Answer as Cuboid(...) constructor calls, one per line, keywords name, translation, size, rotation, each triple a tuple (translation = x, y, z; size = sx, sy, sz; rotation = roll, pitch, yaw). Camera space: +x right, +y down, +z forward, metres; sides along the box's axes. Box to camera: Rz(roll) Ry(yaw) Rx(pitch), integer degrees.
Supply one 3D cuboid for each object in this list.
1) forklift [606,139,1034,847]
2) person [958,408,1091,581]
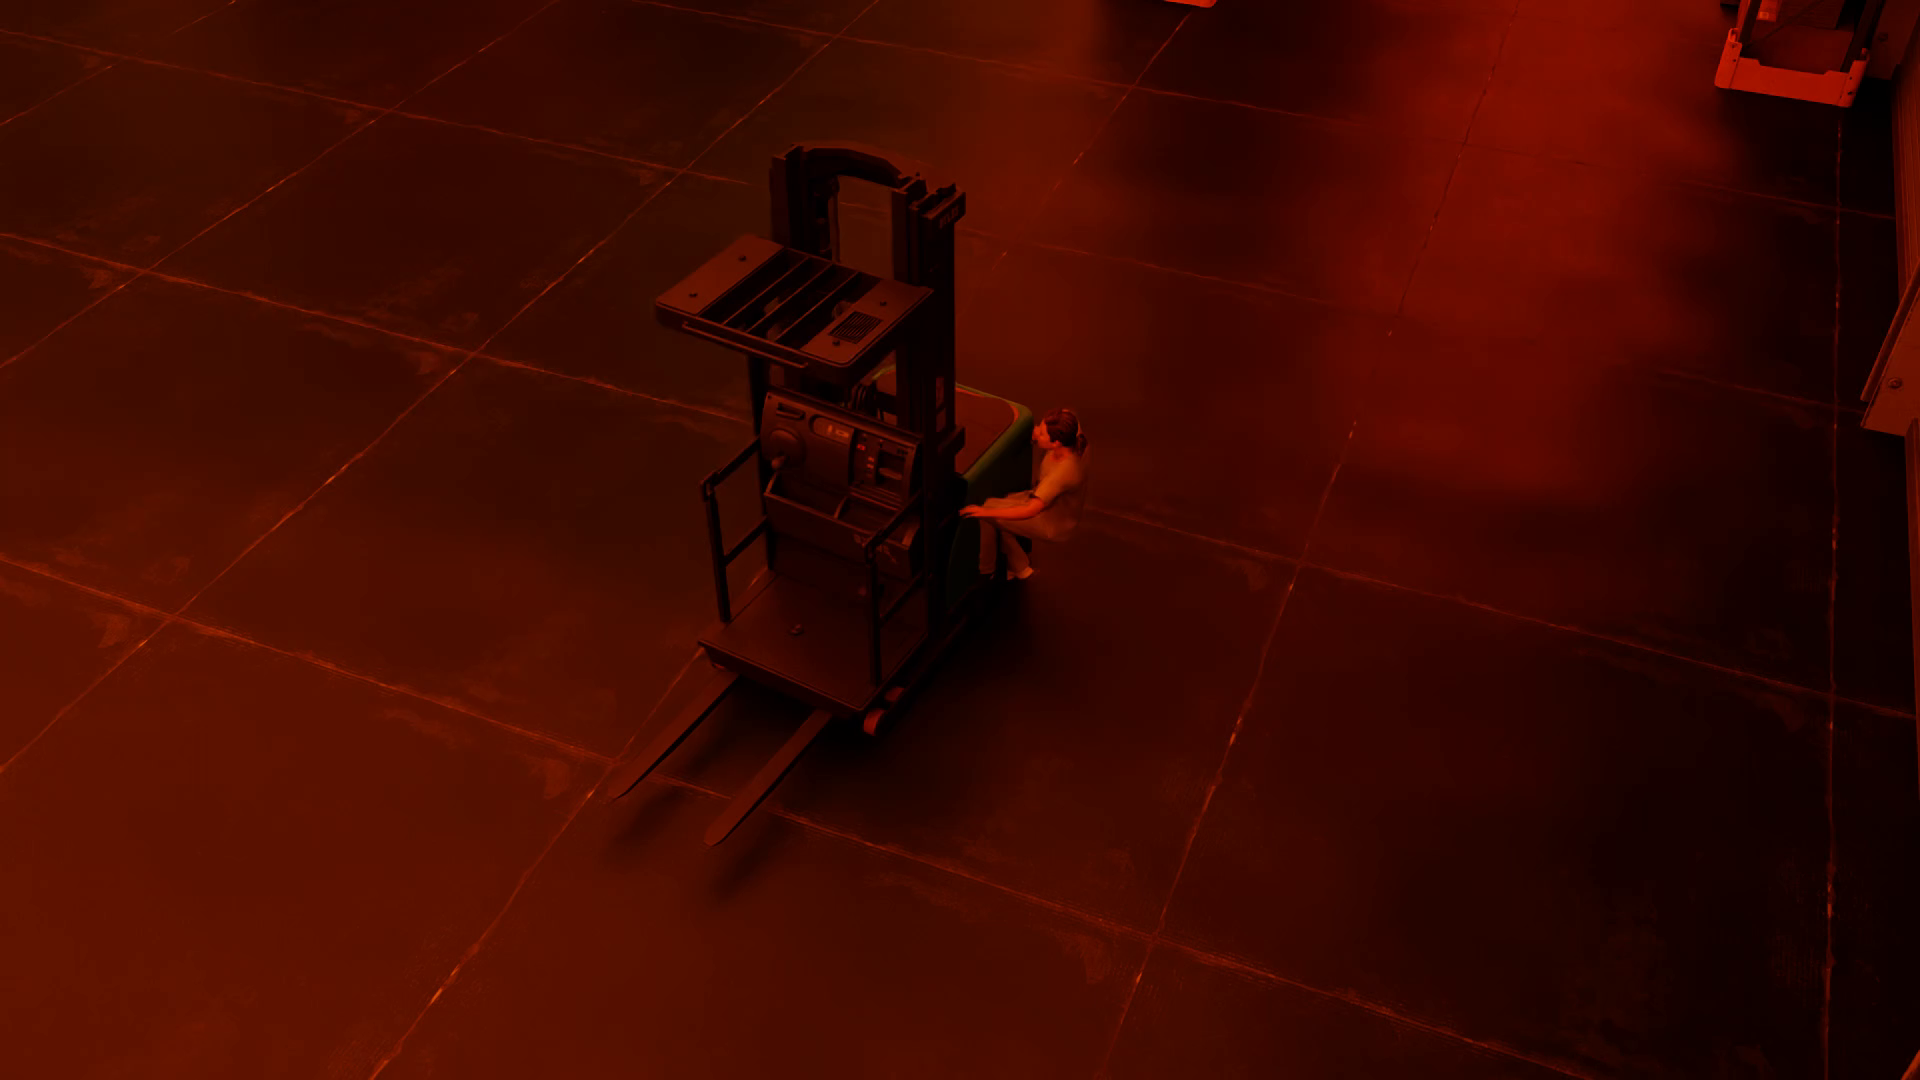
Cuboid(name="forklift", translation=(-0.739, -0.396, 8.479), size=(1.130, 2.935, 3.031), rotation=(21, 44, 23))
Cuboid(name="person", translation=(0.310, -0.213, 9.400), size=(0.818, 1.403, 0.931), rotation=(3, 40, 3))
